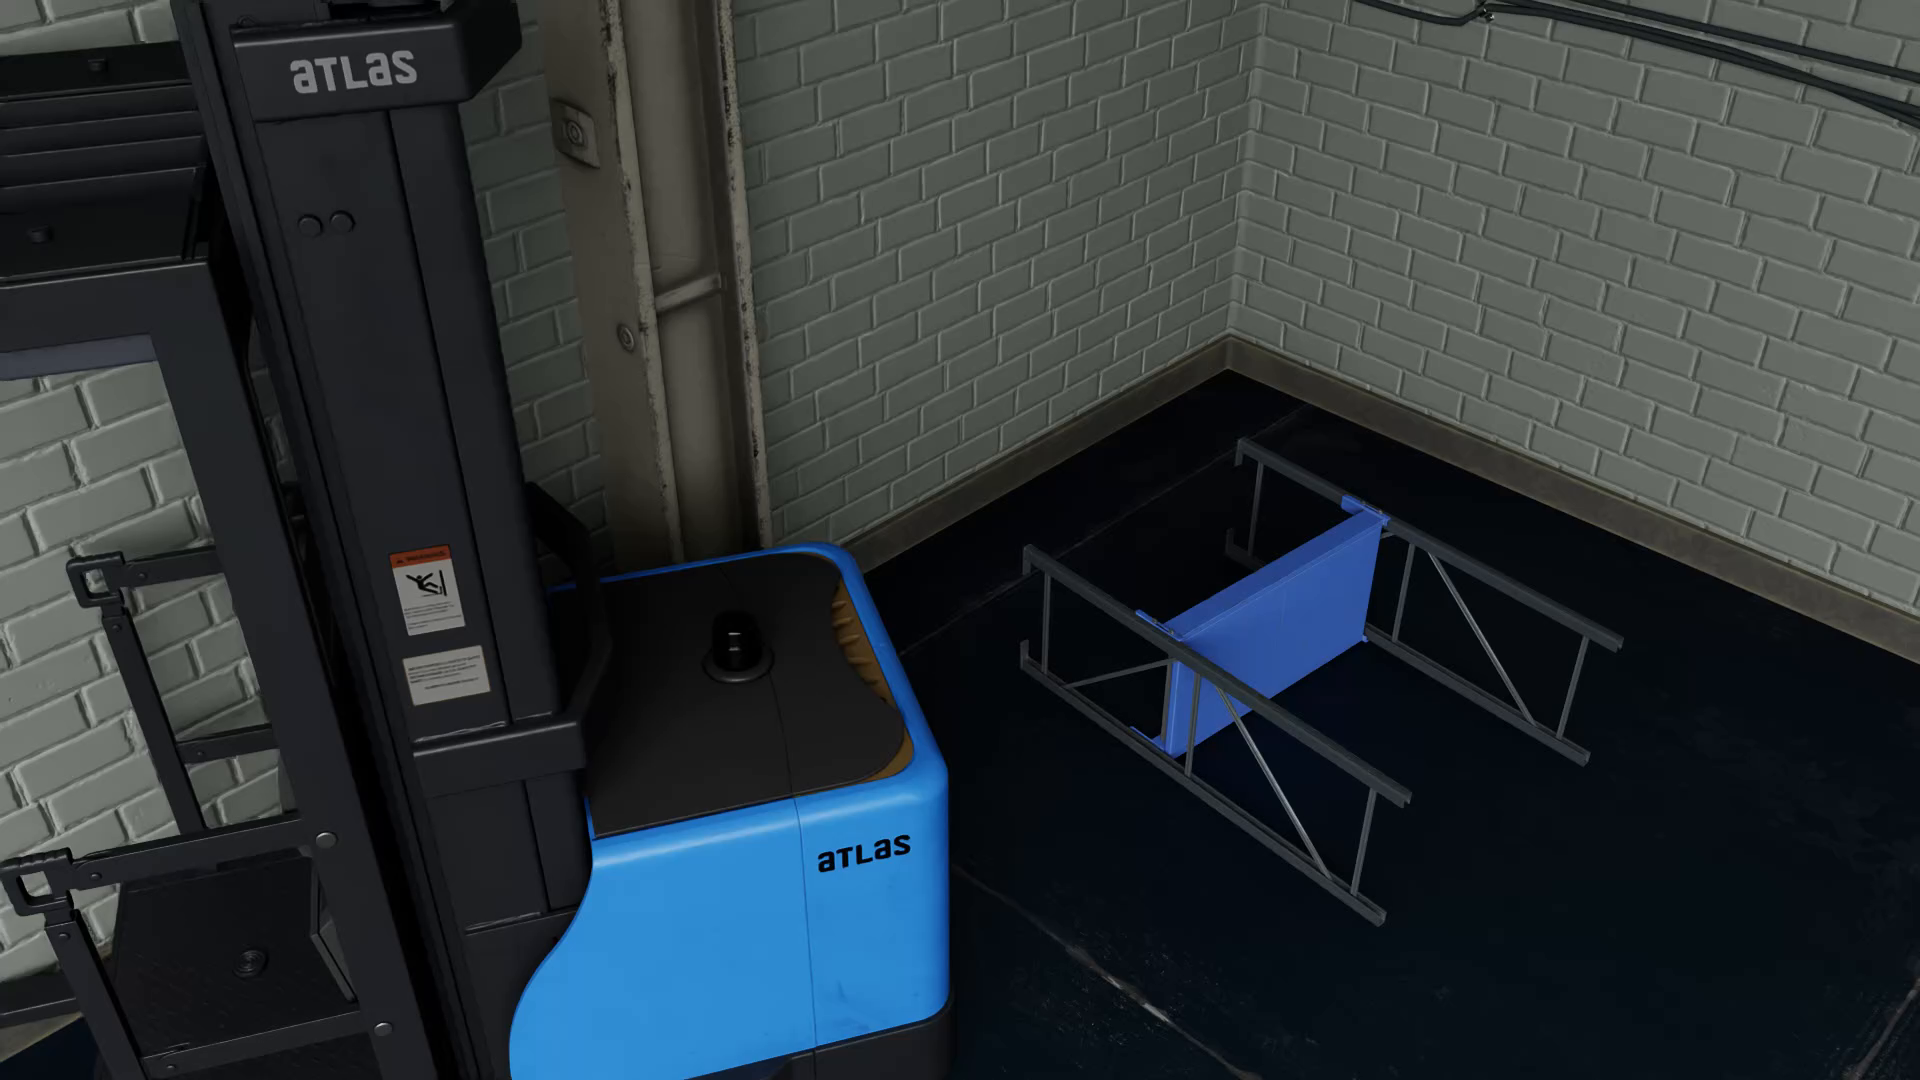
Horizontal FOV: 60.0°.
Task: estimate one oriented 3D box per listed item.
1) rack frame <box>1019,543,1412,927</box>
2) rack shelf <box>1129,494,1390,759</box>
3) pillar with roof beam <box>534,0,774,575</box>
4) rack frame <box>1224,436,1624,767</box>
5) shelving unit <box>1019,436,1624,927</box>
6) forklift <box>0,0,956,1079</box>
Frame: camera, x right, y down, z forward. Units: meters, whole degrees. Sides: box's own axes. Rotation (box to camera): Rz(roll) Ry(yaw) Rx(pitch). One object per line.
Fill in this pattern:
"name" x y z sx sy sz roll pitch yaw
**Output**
"rack frame" 0.697 0.548 4.994 0.032 0.500 1.500 -26 42 -32
"rack shelf" 0.969 0.281 5.376 1.000 0.538 0.185 -26 42 -32
"pillar with roof beam" 2.224 -1.460 0.477 9.100 9.000 0.400 30 45 35
"rack frame" 1.473 0.172 5.533 0.032 0.500 1.500 -26 42 -32
"shelving unit" 1.085 0.360 5.263 1.048 0.538 1.500 -26 42 -32
"forklift" -1.587 0.179 3.431 3.031 2.935 1.130 -10 36 -14
